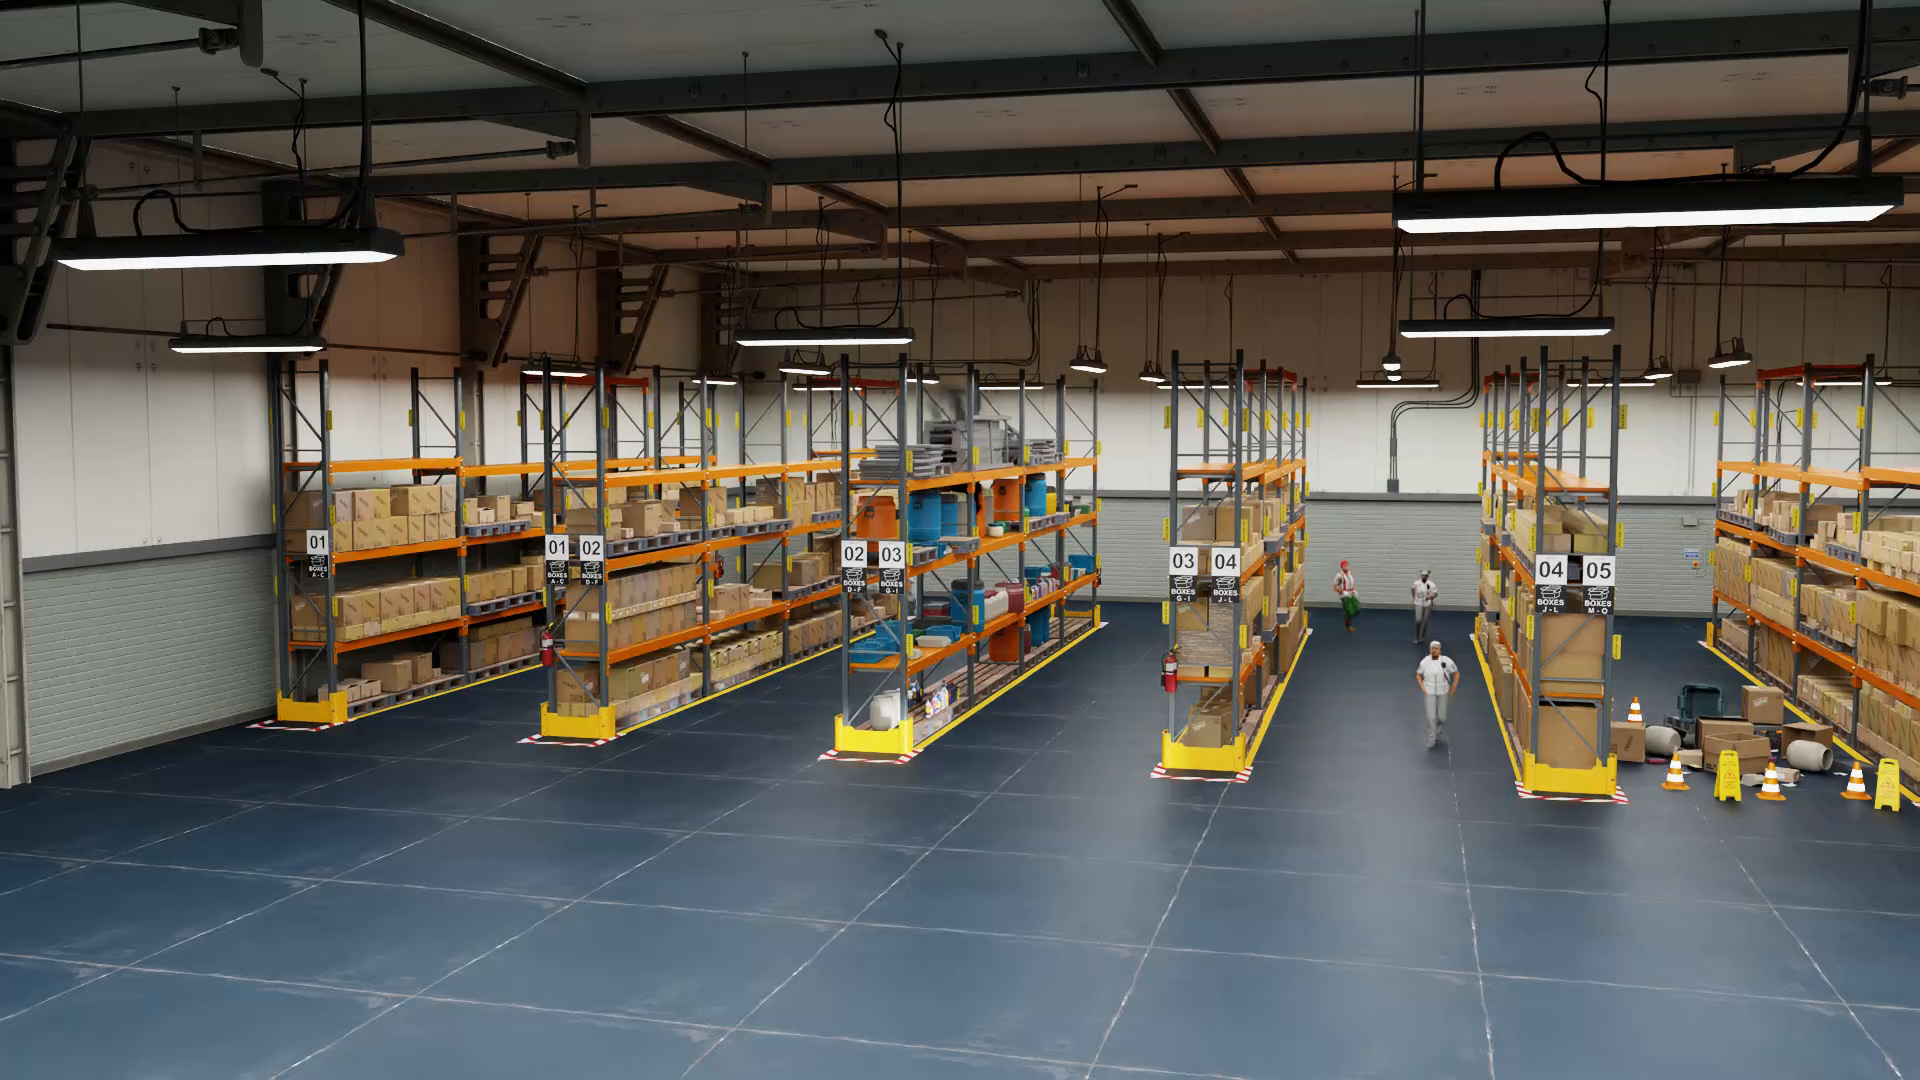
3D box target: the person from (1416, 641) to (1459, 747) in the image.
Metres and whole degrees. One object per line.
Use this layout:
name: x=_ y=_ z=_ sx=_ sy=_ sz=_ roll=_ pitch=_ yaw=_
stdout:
person: x=7.352 y=2.363 z=25.618 sx=0.634 sy=1.643 sz=0.621 roll=2 pitch=4 yaw=20

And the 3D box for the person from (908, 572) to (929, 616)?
person: x=-1.147 y=1.073 z=42.608 sx=0.655 sy=1.760 sz=0.668 roll=-3 pitch=5 yaw=-35

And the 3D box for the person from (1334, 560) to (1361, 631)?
person: x=9.142 y=1.325 z=39.268 sx=0.709 sy=1.702 sz=0.508 roll=-2 pitch=5 yaw=-24

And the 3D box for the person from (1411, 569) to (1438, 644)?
person: x=10.399 y=1.494 z=37.265 sx=0.592 sy=1.725 sz=0.676 roll=1 pitch=4 yaw=18
